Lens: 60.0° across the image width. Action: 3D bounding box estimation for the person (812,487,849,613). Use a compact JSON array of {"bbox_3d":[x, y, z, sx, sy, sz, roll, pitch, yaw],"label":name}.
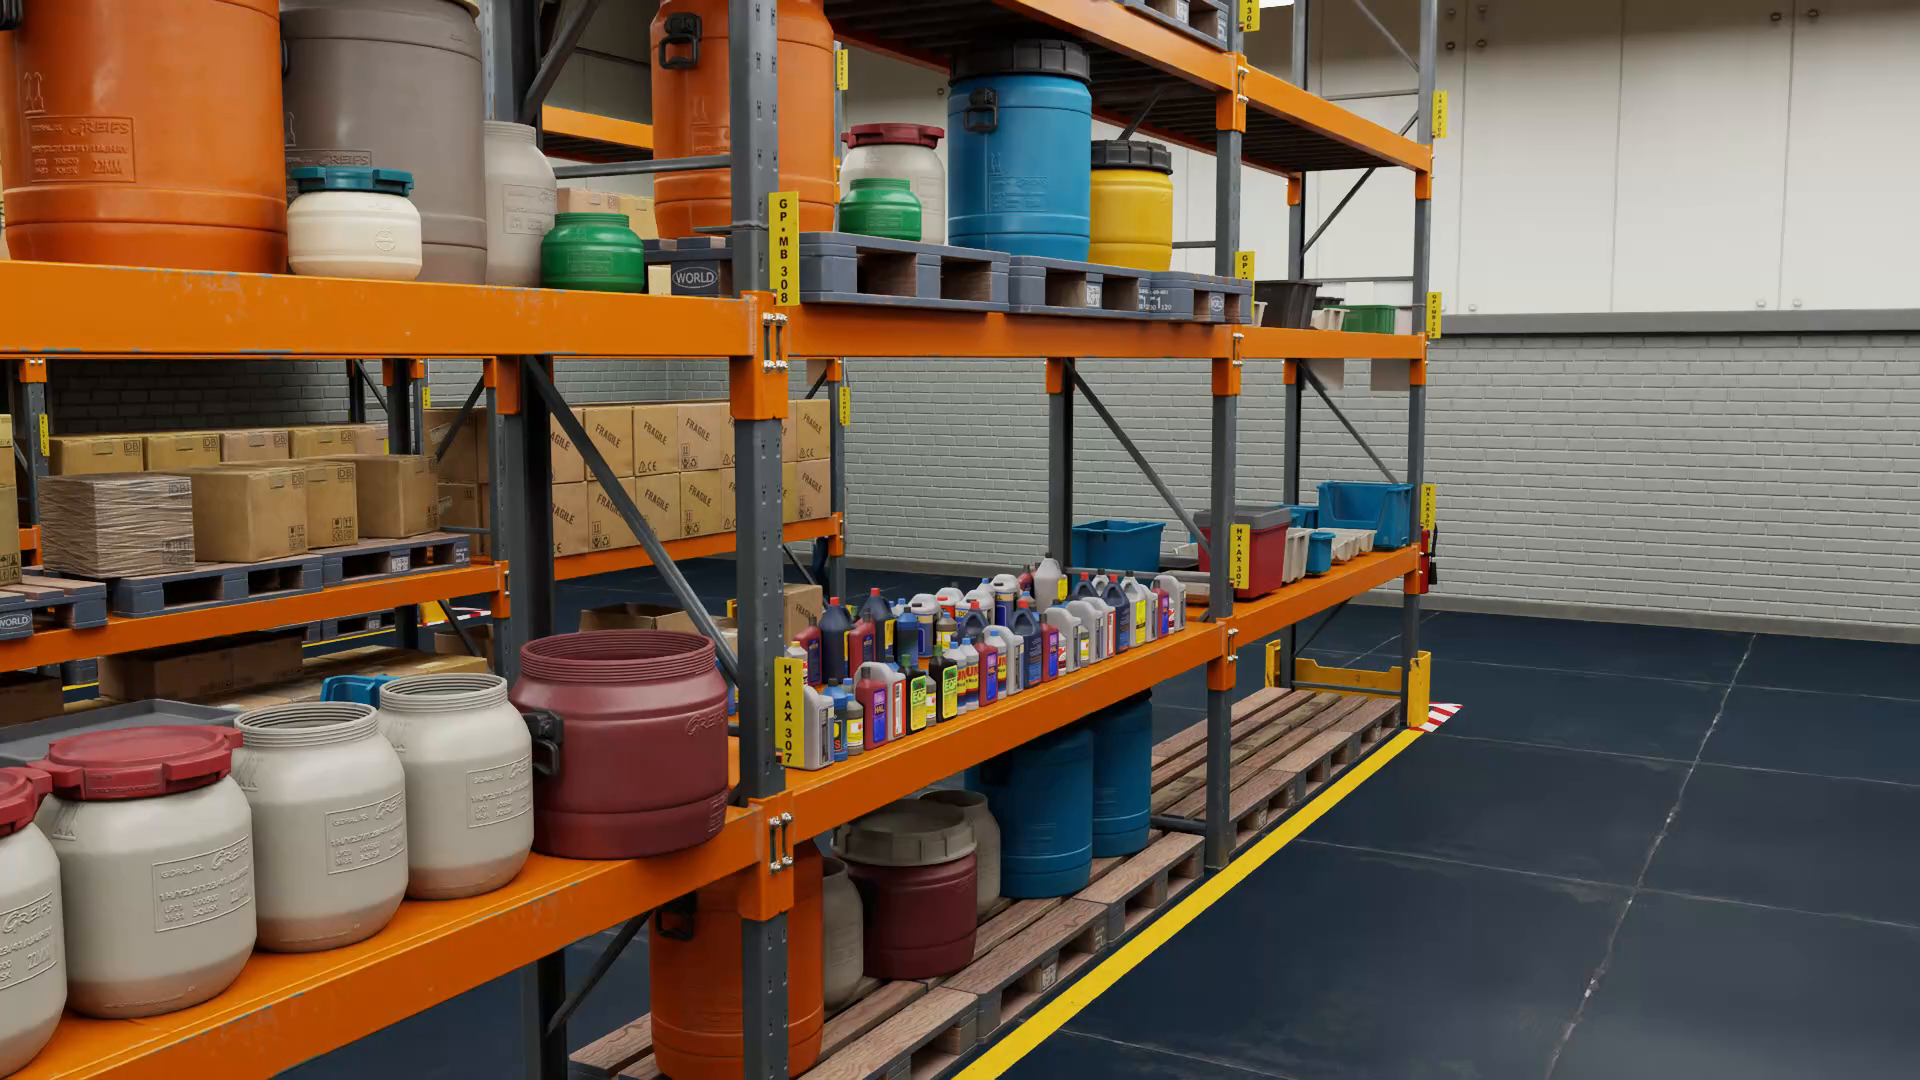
[{"bbox_3d":[-1.334,0.006,17.276,0.423,1.550,0.368,4,7,30],"label":"person"}]
